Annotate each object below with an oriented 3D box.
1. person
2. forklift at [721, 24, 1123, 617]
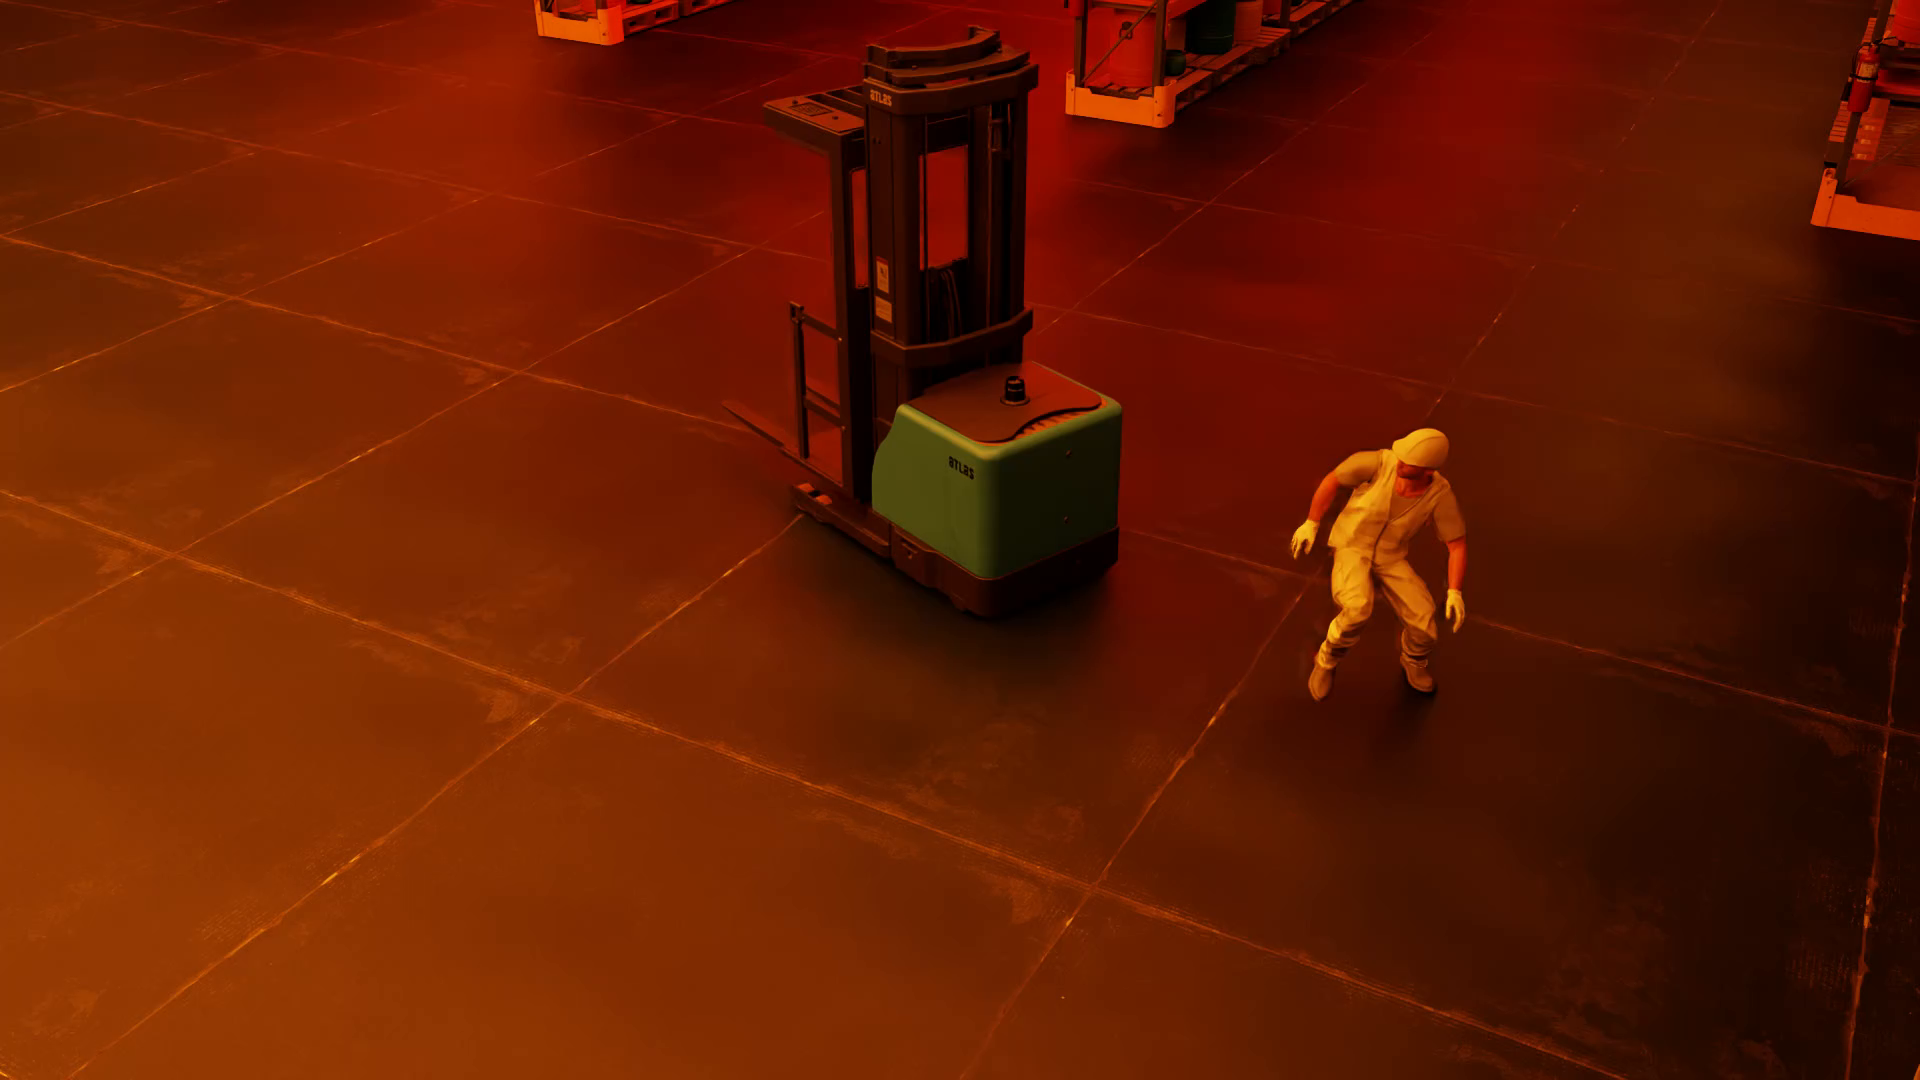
[{"bbox_3d":[2.088,0.116,8.254,0.809,1.522,0.690,0,30,0],"label":"person"},{"bbox_3d":[-0.398,-1.517,9.699,1.130,2.935,3.031,-22,37,-33],"label":"forklift"}]
